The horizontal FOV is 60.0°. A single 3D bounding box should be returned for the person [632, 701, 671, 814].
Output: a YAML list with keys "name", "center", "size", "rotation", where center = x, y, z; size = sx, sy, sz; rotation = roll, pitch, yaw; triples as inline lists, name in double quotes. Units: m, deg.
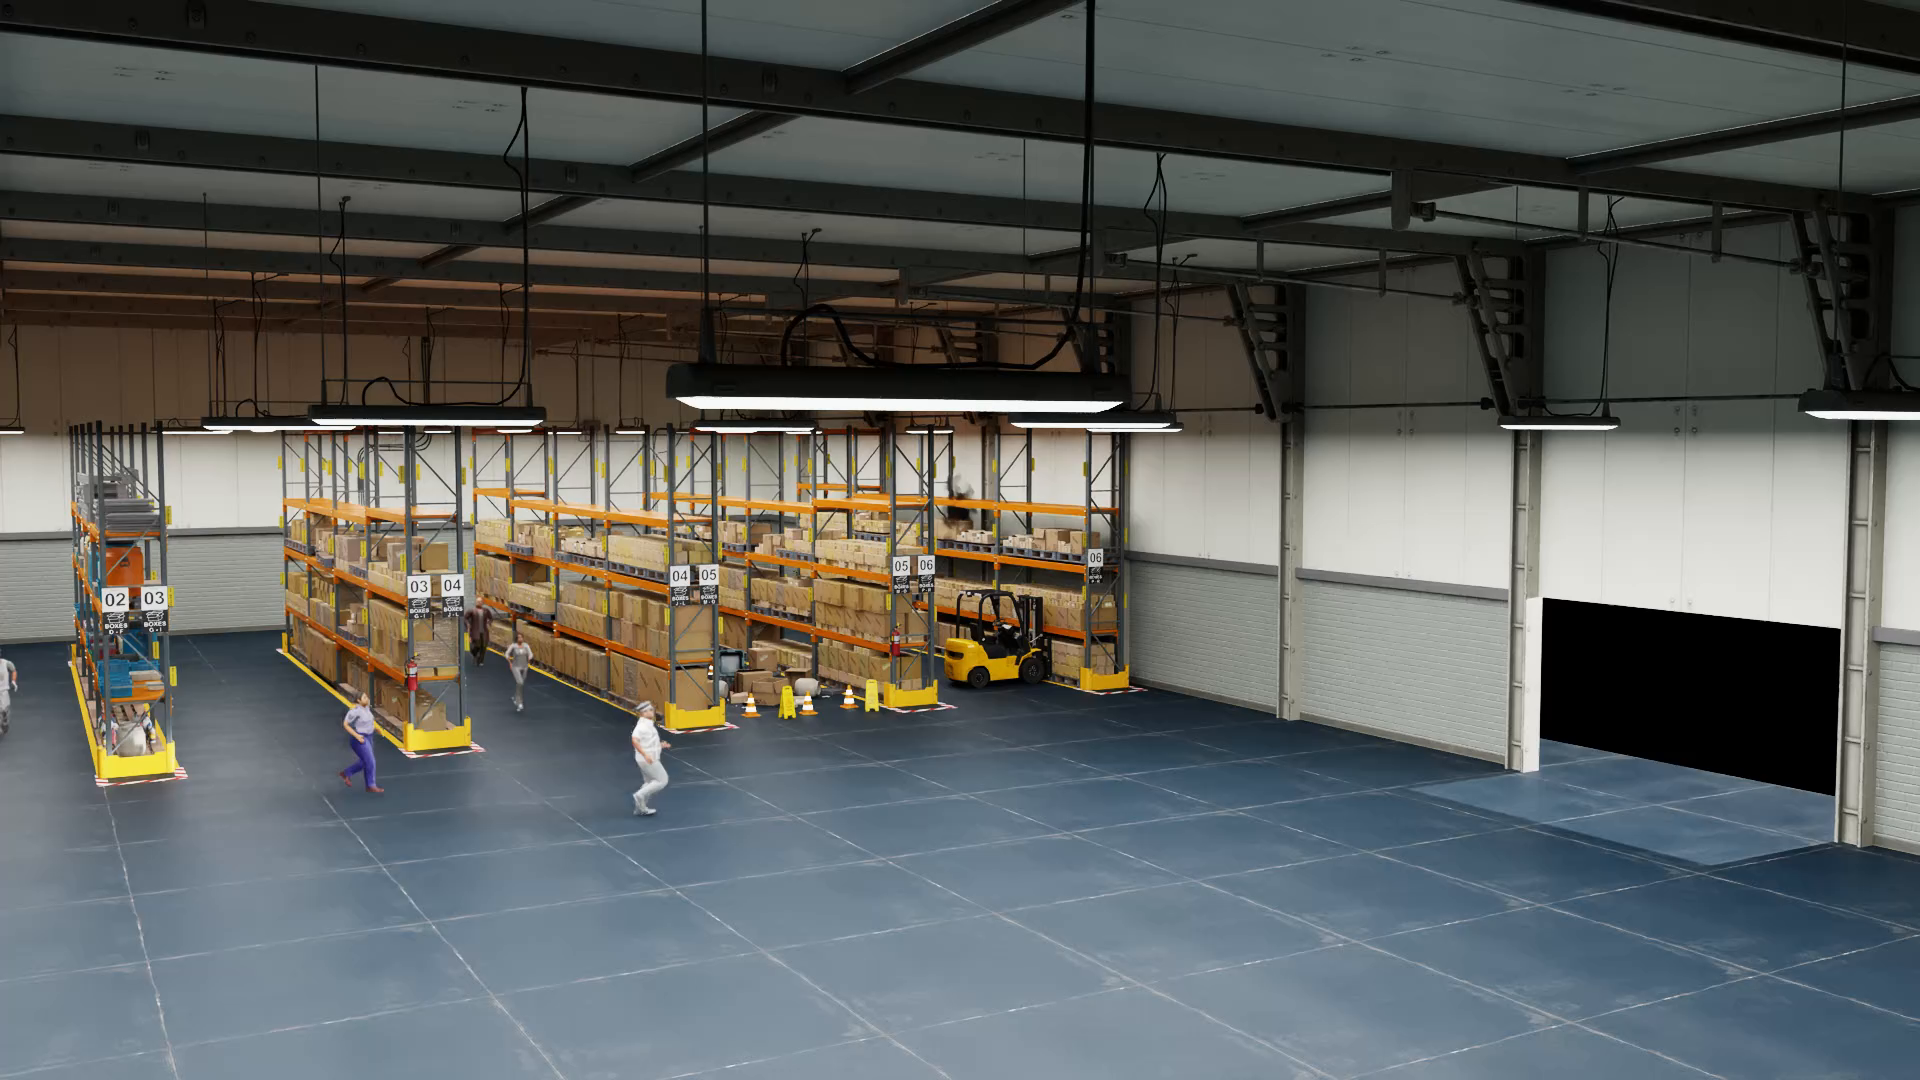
- name: "person"
  center: [-4.671, 3.288, 25.173]
  size: [0.592, 1.732, 0.652]
  rotation: [-1, 4, -12]

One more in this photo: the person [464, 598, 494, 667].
- name: "person"
  center: [-11.932, 2.400, 41.357]
  size: [0.714, 1.539, 0.624]
  rotation: [-2, 4, -31]

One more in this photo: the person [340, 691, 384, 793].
- name: "person"
  center: [-9.671, 3.250, 26.786]
  size: [0.781, 1.634, 0.629]
  rotation: [0, 4, 4]

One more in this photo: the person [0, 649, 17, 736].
- name: "person"
  center: [-18.294, 2.882, 31.620]
  size: [0.644, 1.745, 0.615]
  rotation: [-2, 4, -29]

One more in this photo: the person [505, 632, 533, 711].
- name: "person"
  center: [-9.296, 2.750, 35.098]
  size: [0.533, 1.630, 0.736]
  rotation: [-3, 4, -37]
